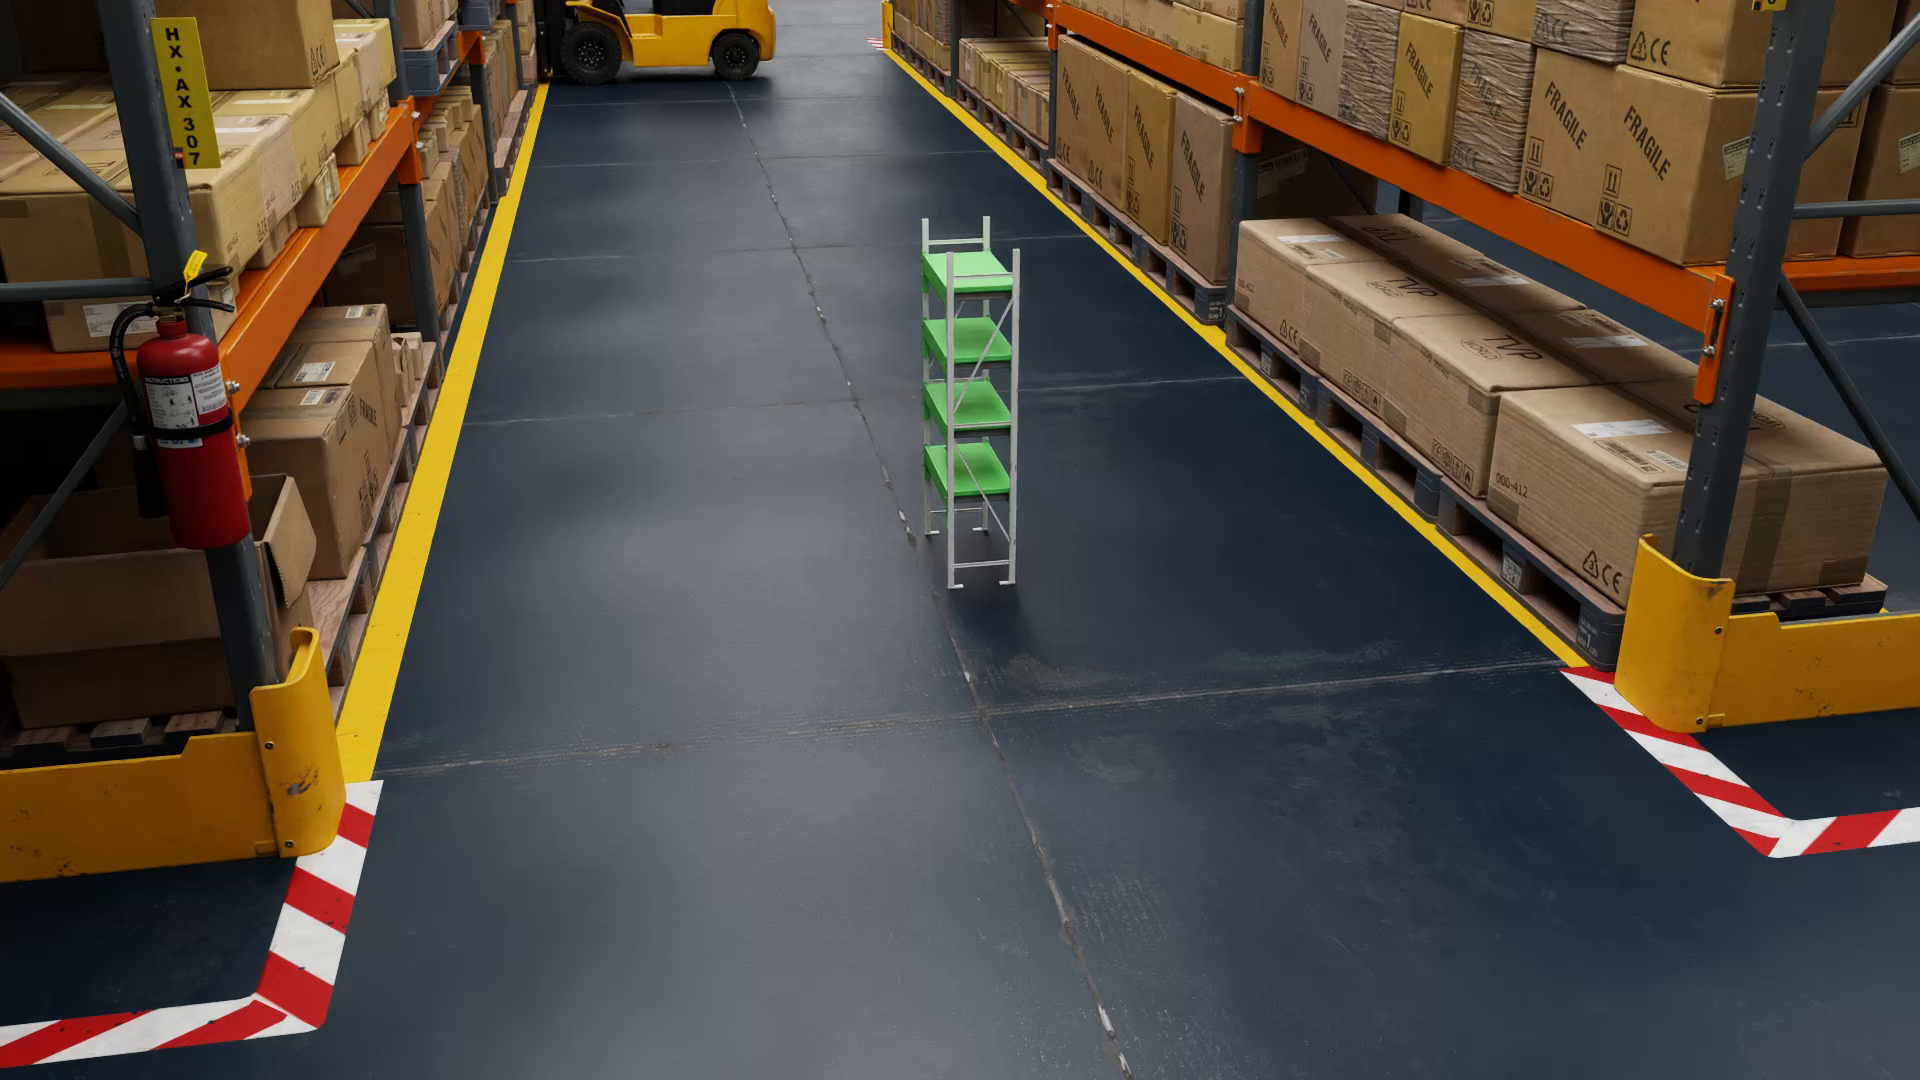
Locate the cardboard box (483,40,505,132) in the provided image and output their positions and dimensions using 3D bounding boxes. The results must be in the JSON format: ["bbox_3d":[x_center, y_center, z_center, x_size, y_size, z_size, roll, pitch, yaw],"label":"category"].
[{"bbox_3d":[-4.080,-3.565,13.107,0.875,0.625,0.625,-5,24,-12],"label":"cardboard box"}]

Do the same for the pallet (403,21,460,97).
[{"bbox_3d":[-3.026,-2.354,8.133,1.003,0.211,1.213,-4,24,-10],"label":"pallet"}]

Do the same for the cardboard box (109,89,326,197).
[{"bbox_3d":[-2.255,-1.210,5.089,0.500,0.250,0.500,-5,24,-11],"label":"cardboard box"}]

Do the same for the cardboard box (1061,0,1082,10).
[{"bbox_3d":[0.996,-3.782,11.350,0.500,0.250,0.500,-5,24,-11],"label":"cardboard box"}]

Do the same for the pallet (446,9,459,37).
[{"bbox_3d":[-3.361,-2.841,9.246,1.003,0.211,1.213,-4,24,-10],"label":"pallet"}]

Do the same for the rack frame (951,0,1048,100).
[{"bbox_3d":[0.413,-5.635,15.406,1.000,3.000,0.127,-4,24,-10],"label":"rack frame"}]

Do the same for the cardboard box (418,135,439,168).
[{"bbox_3d":[-3.093,-2.134,9.176,0.380,0.149,0.250,-3,24,-8],"label":"cardboard box"}]

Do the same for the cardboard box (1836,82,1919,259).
[{"bbox_3d":[2.825,-1.171,5.059,0.500,0.500,0.500,-4,24,-10],"label":"cardboard box"}]

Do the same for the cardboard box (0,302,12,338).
[{"bbox_3d":[-2.571,-0.542,4.057,0.380,0.149,0.250,-5,24,-10],"label":"cardboard box"}]

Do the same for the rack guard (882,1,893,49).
[{"bbox_3d":[-0.313,-6.033,19.440,1.175,0.500,0.348,-4,24,-10],"label":"rack guard"}]

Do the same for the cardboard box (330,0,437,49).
[{"bbox_3d":[-2.855,-2.565,7.726,0.700,0.500,0.500,-4,24,-8],"label":"cardboard box"}]

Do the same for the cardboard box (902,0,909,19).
[{"bbox_3d":[-0.344,-5.932,18.059,0.500,0.500,0.500,-5,24,-12],"label":"cardboard box"}]

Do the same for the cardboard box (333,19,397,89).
[{"bbox_3d":[-2.651,-2.005,6.909,0.500,0.250,0.500,-4,24,-8],"label":"cardboard box"}]

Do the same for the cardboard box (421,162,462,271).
[{"bbox_3d":[-3.050,-1.779,9.174,0.500,0.500,0.500,-5,24,-11],"label":"cardboard box"}]

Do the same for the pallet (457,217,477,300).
[{"bbox_3d":[-3.402,-1.640,9.742,1.003,0.211,1.213,-4,24,-10],"label":"pallet"}]

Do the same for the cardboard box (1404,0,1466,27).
[{"bbox_3d":[2.004,-2.188,6.137,0.500,0.500,0.500,-4,24,-10],"label":"cardboard box"}]

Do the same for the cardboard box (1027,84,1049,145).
[{"bbox_3d":[1.058,-3.273,12.756,0.950,0.372,0.625,-6,24,-13],"label":"cardboard box"}]

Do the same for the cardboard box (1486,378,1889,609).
[{"bbox_3d":[2.411,-0.186,5.604,0.875,0.438,0.875,-5,24,-12],"label":"cardboard box"}]

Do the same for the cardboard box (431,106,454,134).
[{"bbox_3d":[-3.294,-2.543,10.113,0.380,0.149,0.250,-4,24,-8],"label":"cardboard box"}]

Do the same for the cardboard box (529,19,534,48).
[{"bbox_3d":[-4.346,-4.839,15.869,0.500,0.250,0.500,-4,24,-10],"label":"cardboard box"}]

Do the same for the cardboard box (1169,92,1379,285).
[{"bbox_3d":[1.699,-1.945,9.087,0.875,0.875,0.875,-4,24,-8],"label":"cardboard box"}]

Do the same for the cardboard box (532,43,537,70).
[{"bbox_3d":[-4.338,-4.612,15.974,0.500,0.250,0.500,-5,24,-11],"label":"cardboard box"}]

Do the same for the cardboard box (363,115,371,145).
[{"bbox_3d":[-2.515,-1.592,6.461,0.380,0.149,0.250,-4,24,-8],"label":"cardboard box"}]

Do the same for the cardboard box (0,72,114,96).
[{"bbox_3d":[-2.869,-1.379,5.476,0.500,0.250,0.500,-4,24,-10],"label":"cardboard box"}]

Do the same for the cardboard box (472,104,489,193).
[{"bbox_3d":[-3.436,-2.590,11.031,0.500,0.500,0.500,-4,24,-8],"label":"cardboard box"}]

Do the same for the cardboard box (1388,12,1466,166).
[{"bbox_3d":[1.991,-1.734,6.347,0.500,0.500,0.500,-4,24,-8],"label":"cardboard box"}]

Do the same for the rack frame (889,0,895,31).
[{"bbox_3d":[-0.327,-7.209,19.008,1.000,3.000,0.127,-4,24,-10],"label":"rack frame"}]

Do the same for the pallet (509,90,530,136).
[{"bbox_3d":[-4.290,-3.702,14.462,1.003,0.211,1.213,-4,24,-10],"label":"pallet"}]

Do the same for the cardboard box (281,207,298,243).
[{"bbox_3d":[-2.253,-0.987,5.075,0.380,0.149,0.250,-4,24,-9],"label":"cardboard box"}]

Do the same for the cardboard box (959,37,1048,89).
[{"bbox_3d":[0.512,-4.418,15.376,0.950,0.372,0.625,-4,24,-9],"label":"cardboard box"}]

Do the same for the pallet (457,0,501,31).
[{"bbox_3d":[-3.531,-3.344,10.398,1.213,0.211,1.003,-4,24,-10],"label":"pallet"}]

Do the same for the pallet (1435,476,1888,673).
[{"bbox_3d":[2.407,0.054,5.863,1.003,0.211,1.213,-4,24,-10],"label":"pallet"}]

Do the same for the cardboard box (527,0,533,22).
[{"bbox_3d":[-4.330,-5.073,15.778,0.500,0.250,0.500,-4,24,-10],"label":"cardboard box"}]

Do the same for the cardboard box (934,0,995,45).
[{"bbox_3d":[0.040,-5.124,16.209,0.500,0.500,0.500,-5,24,-10],"label":"cardboard box"}]

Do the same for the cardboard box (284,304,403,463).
[{"bbox_3d":[-2.577,-0.589,6.448,0.700,0.500,0.500,-5,24,-12],"label":"cardboard box"}]

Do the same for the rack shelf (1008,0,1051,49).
[{"bbox_3d":[0.783,-4.519,13.748,1.077,0.370,4.000,-4,24,-10],"label":"rack shelf"}]

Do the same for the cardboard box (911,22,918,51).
[{"bbox_3d":[-0.249,-5.388,17.751,0.500,0.250,0.500,-3,24,-6],"label":"cardboard box"}]

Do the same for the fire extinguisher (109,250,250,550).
[{"bbox_3d":[-1.764,-0.317,3.790,0.296,0.674,0.183,-4,24,-10],"label":"fire extinguisher"}]

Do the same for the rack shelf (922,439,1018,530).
[{"bbox_3d":[0.031,-0.206,5.982,0.258,0.148,0.480,-4,24,-10],"label":"rack shelf"}]

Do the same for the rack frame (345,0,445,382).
[{"bbox_3d":[-2.985,-2.120,7.356,1.000,3.000,0.127,-4,24,-10],"label":"rack frame"}]

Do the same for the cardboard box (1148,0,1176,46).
[{"bbox_3d":[1.394,-2.978,9.509,0.500,0.250,0.500,-5,24,-11],"label":"cardboard box"}]

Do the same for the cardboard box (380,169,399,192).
[{"bbox_3d":[-2.850,-1.757,7.941,0.380,0.149,0.250,-5,24,-11],"label":"cardboard box"}]

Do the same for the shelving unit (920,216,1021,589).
[{"bbox_3d":[0.031,-0.485,5.861,0.258,1.200,0.503,-4,24,-10],"label":"shelving unit"}]

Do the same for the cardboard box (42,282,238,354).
[{"bbox_3d":[-2.037,-0.581,4.147,0.380,0.149,0.250,-4,24,-10],"label":"cardboard box"}]

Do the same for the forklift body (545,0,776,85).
[{"bbox_3d":[-3.061,-5.840,16.935,2.313,2.155,1.214,-4,24,-10],"label":"forklift body"}]

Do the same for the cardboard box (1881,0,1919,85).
[{"bbox_3d":[2.823,-1.629,4.859,0.500,0.500,0.500,-5,24,-11],"label":"cardboard box"}]
